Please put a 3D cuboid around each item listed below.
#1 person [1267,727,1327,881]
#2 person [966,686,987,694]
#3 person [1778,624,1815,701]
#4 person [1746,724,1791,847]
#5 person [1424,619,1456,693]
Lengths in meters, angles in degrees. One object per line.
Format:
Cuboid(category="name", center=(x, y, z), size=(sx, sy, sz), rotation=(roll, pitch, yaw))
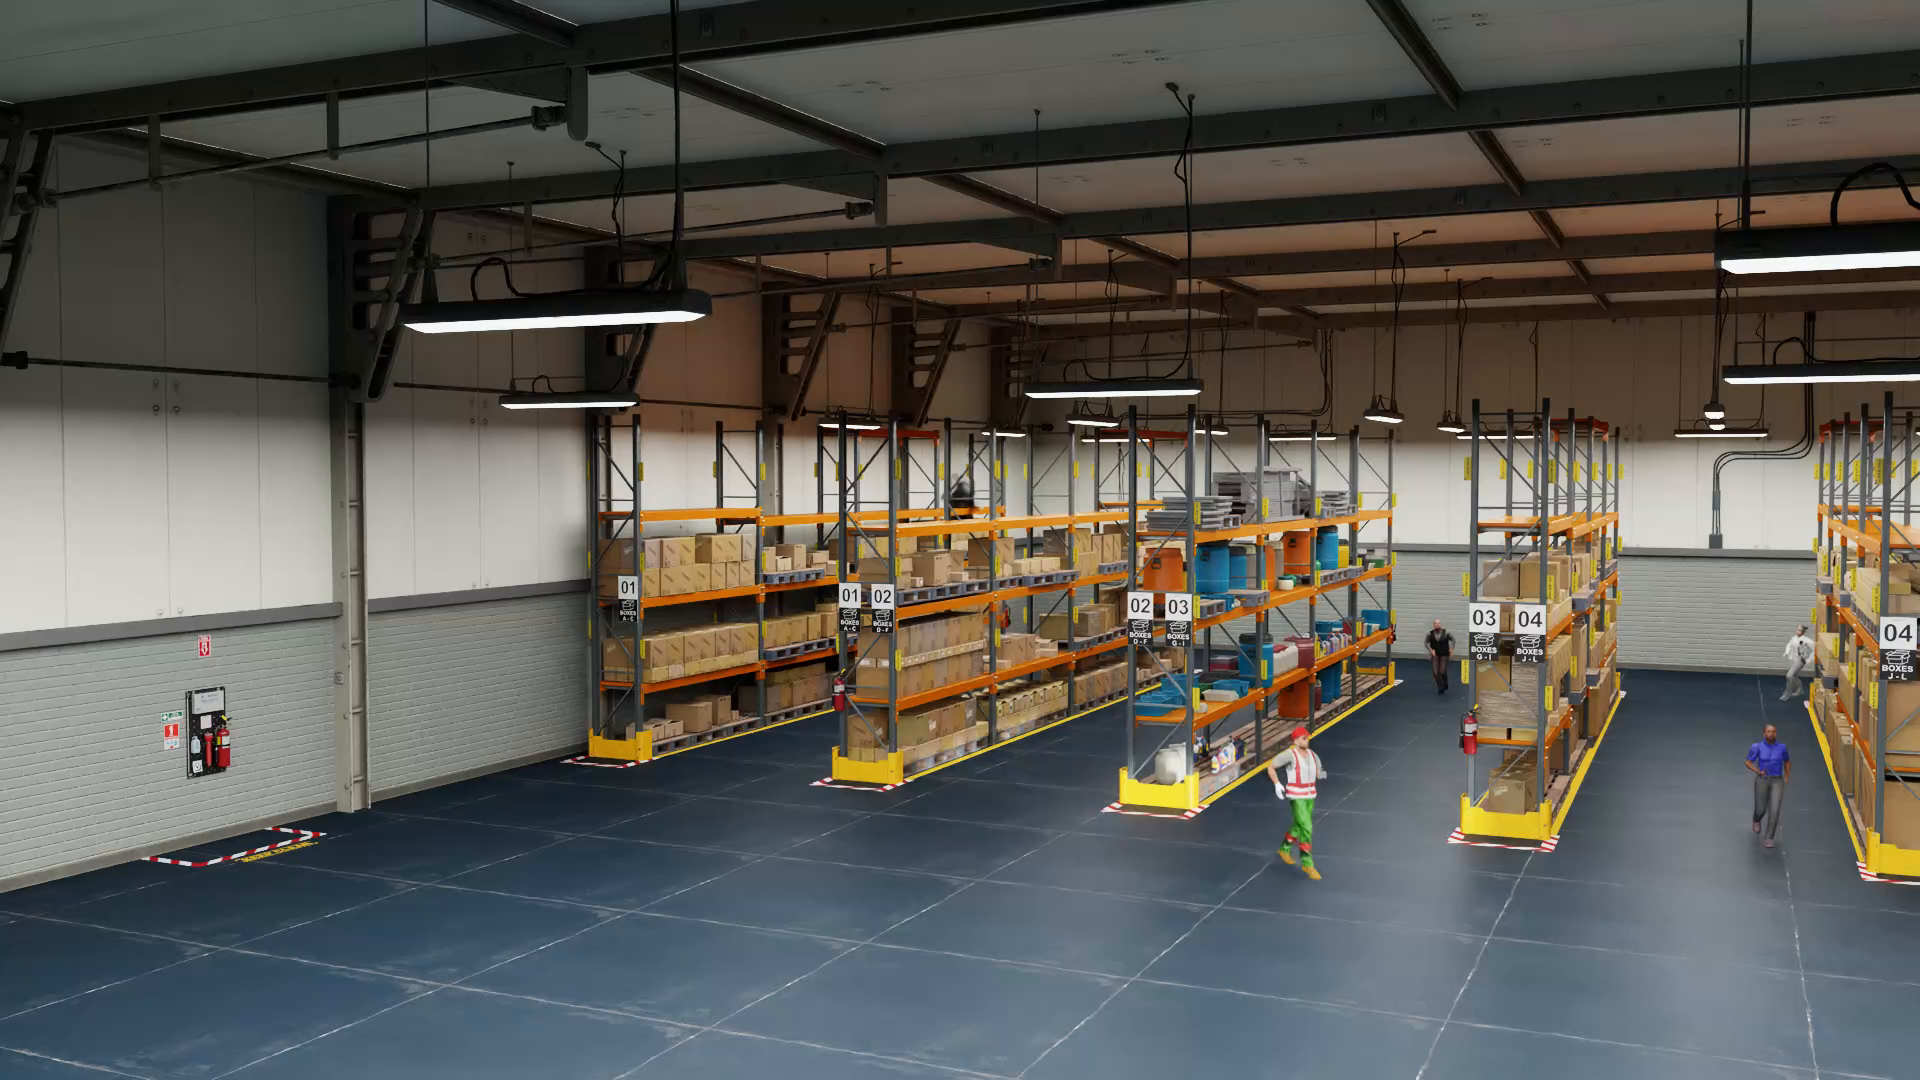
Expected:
Cuboid(category="person", center=(4.243, 3.171, 20.695), size=(0.639, 1.697, 0.838), rotation=(-2, 3, -35))
Cuboid(category="person", center=(0.348, 2.689, 35.575), size=(0.543, 1.710, 0.832), rotation=(1, 3, 22))
Cuboid(category="person", center=(18.318, 2.681, 36.341), size=(0.753, 1.712, 0.681), rotation=(-1, 2, -16))
Cuboid(category="person", center=(10.868, 3.276, 22.346), size=(0.578, 1.607, 0.684), rotation=(1, 2, 15))
Cuboid(category="person", center=(10.815, 2.621, 37.535), size=(0.670, 1.676, 0.544), rotation=(1, 3, 27))
